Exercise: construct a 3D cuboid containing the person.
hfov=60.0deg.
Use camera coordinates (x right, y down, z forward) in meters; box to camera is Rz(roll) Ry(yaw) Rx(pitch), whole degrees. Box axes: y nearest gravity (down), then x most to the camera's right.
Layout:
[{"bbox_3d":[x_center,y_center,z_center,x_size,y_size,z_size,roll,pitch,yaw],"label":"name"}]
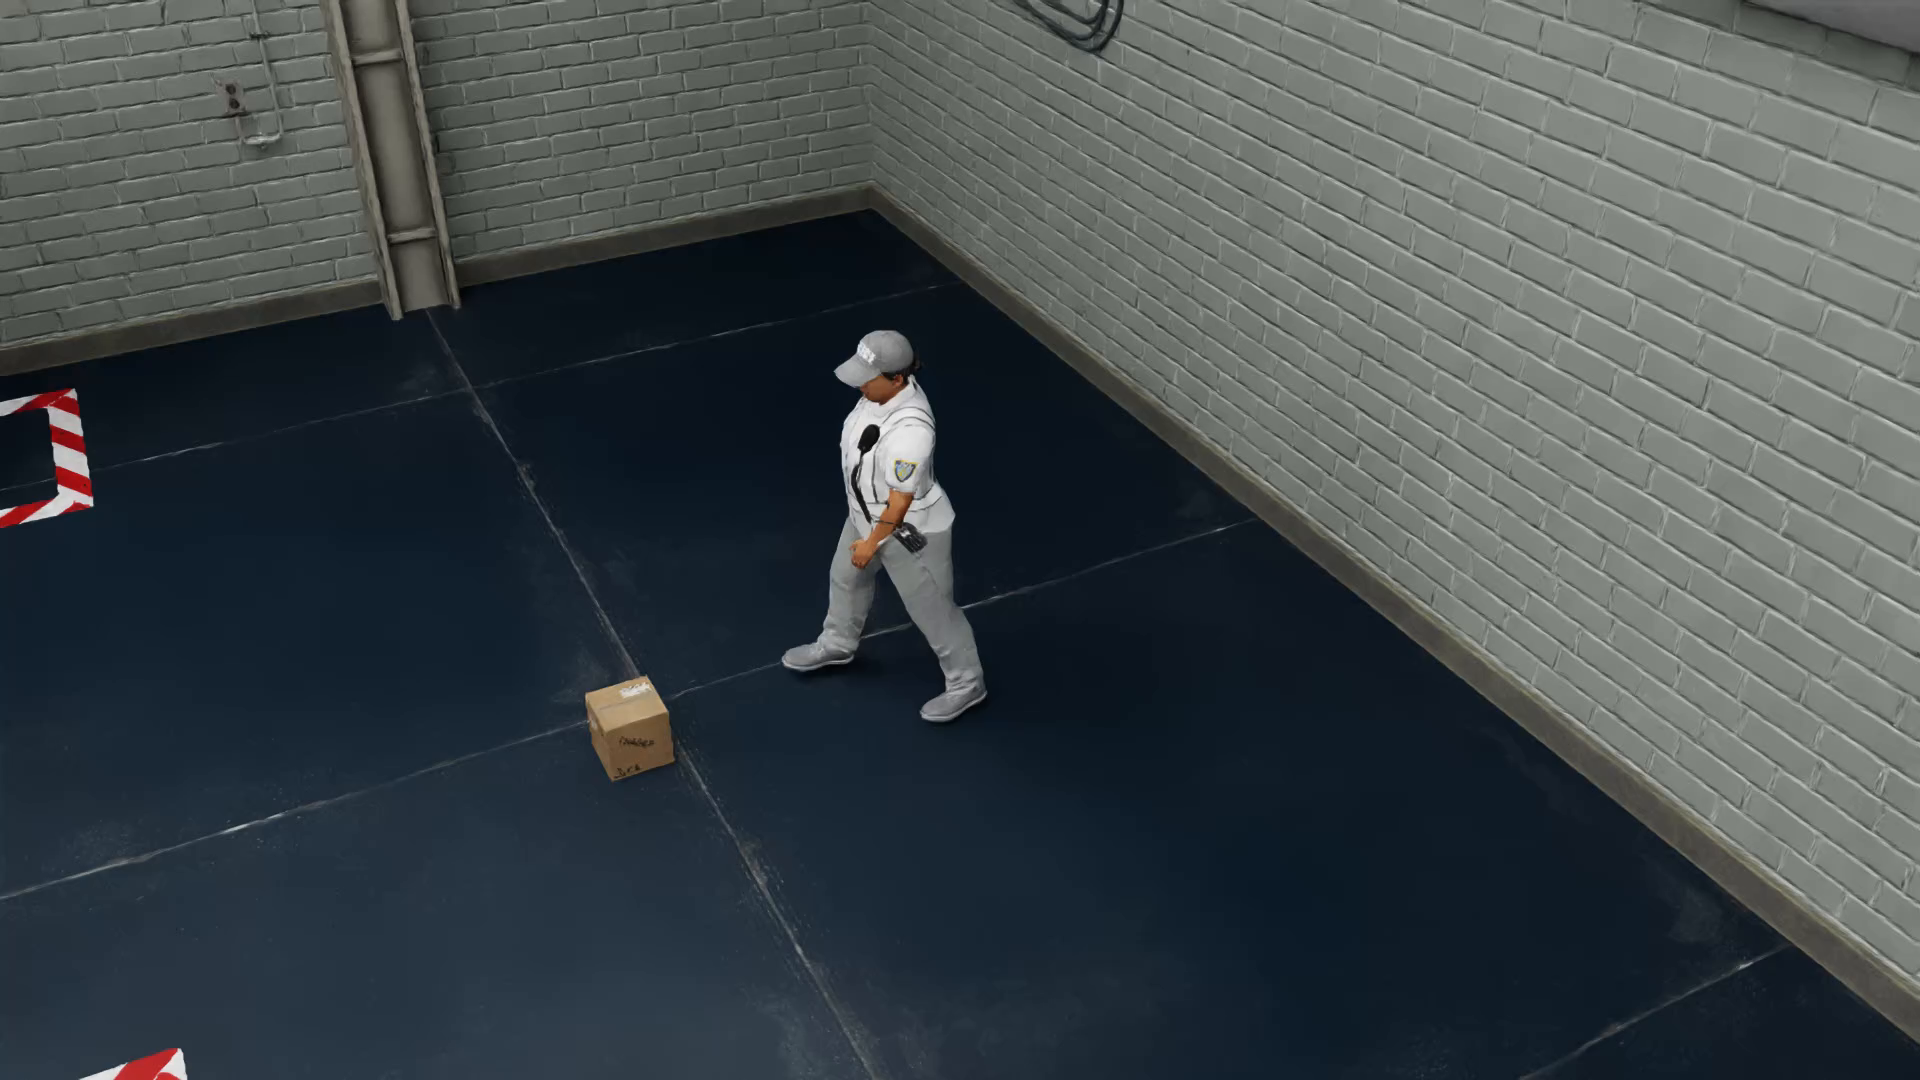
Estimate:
[{"bbox_3d":[-0.303,-0.088,6.263,0.712,1.631,0.615,-12,35,-18],"label":"person"}]
